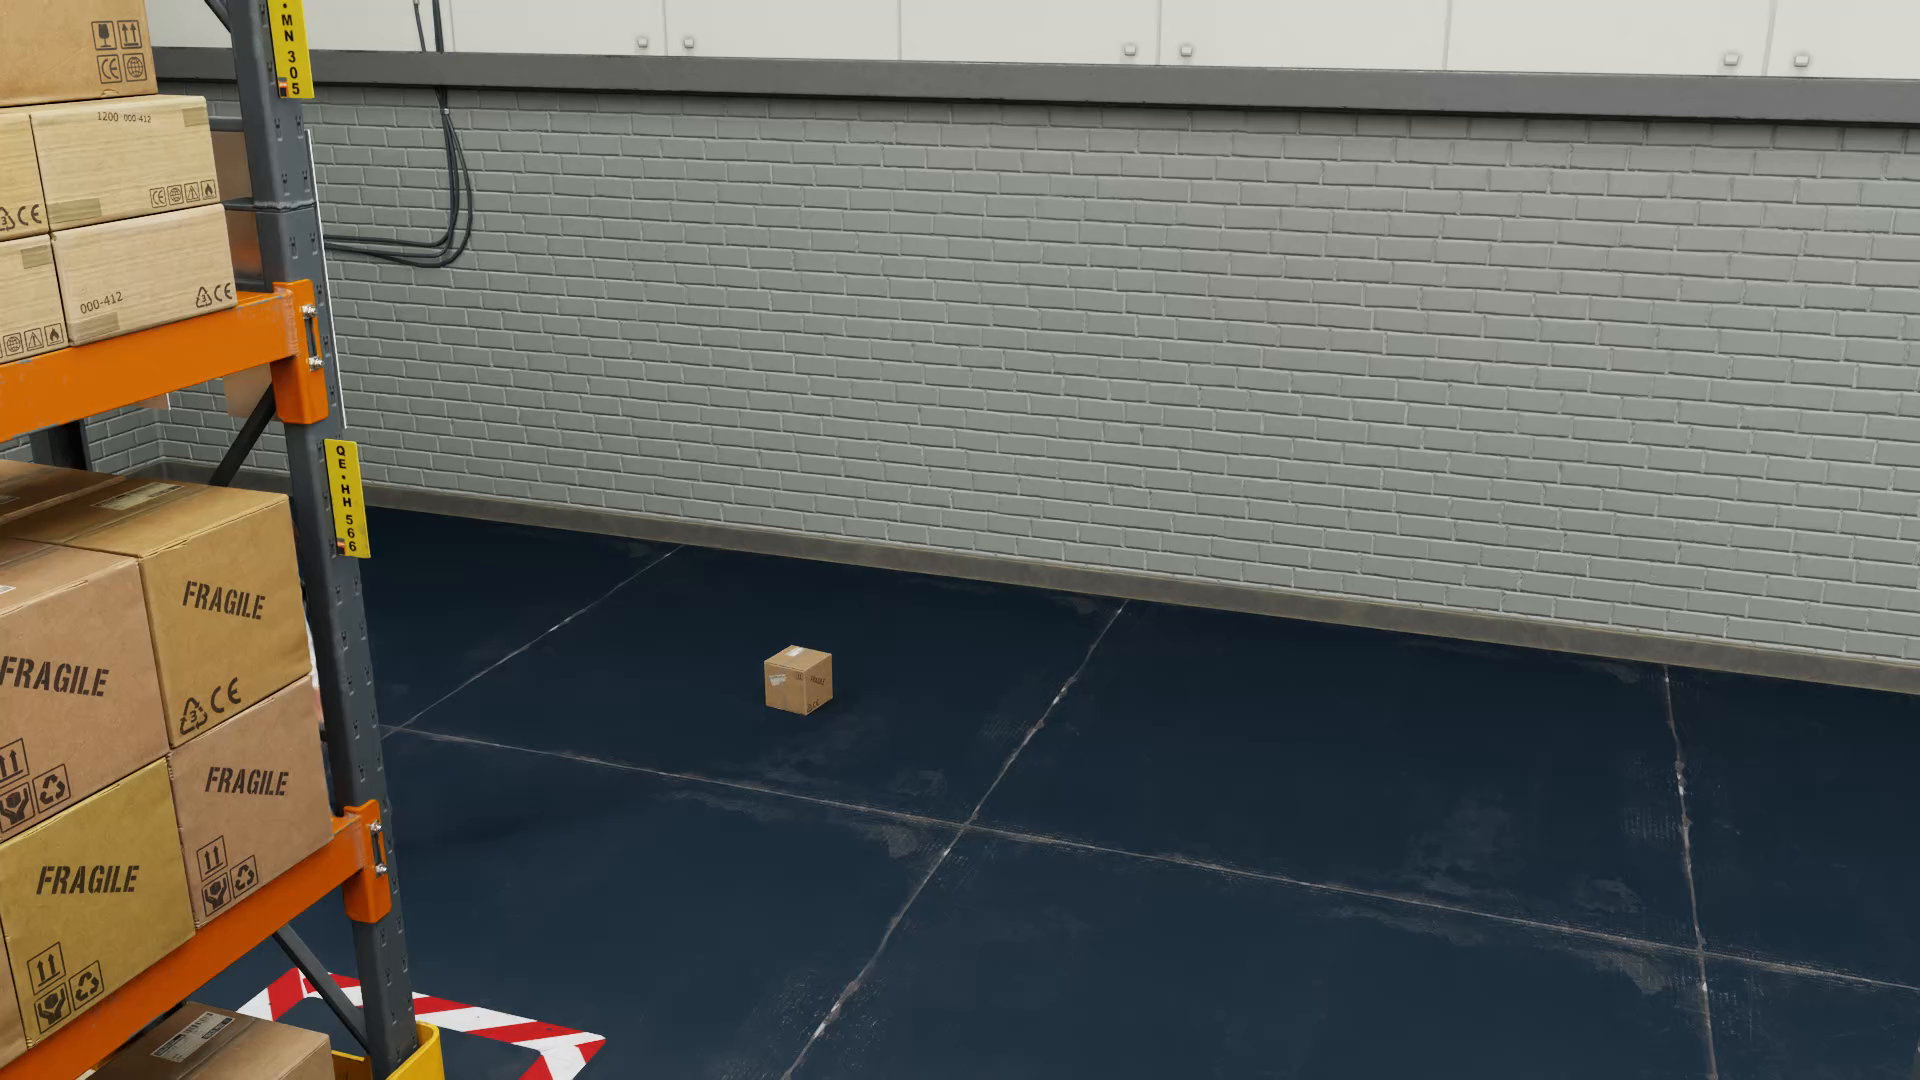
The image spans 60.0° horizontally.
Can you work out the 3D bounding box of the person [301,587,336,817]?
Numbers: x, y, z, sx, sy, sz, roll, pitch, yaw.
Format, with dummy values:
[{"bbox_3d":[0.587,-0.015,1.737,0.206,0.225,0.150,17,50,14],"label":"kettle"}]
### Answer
[{"bbox_3d":[-2.714,0.732,6.623,0.433,1.270,0.439,-15,24,-36],"label":"person"}]
